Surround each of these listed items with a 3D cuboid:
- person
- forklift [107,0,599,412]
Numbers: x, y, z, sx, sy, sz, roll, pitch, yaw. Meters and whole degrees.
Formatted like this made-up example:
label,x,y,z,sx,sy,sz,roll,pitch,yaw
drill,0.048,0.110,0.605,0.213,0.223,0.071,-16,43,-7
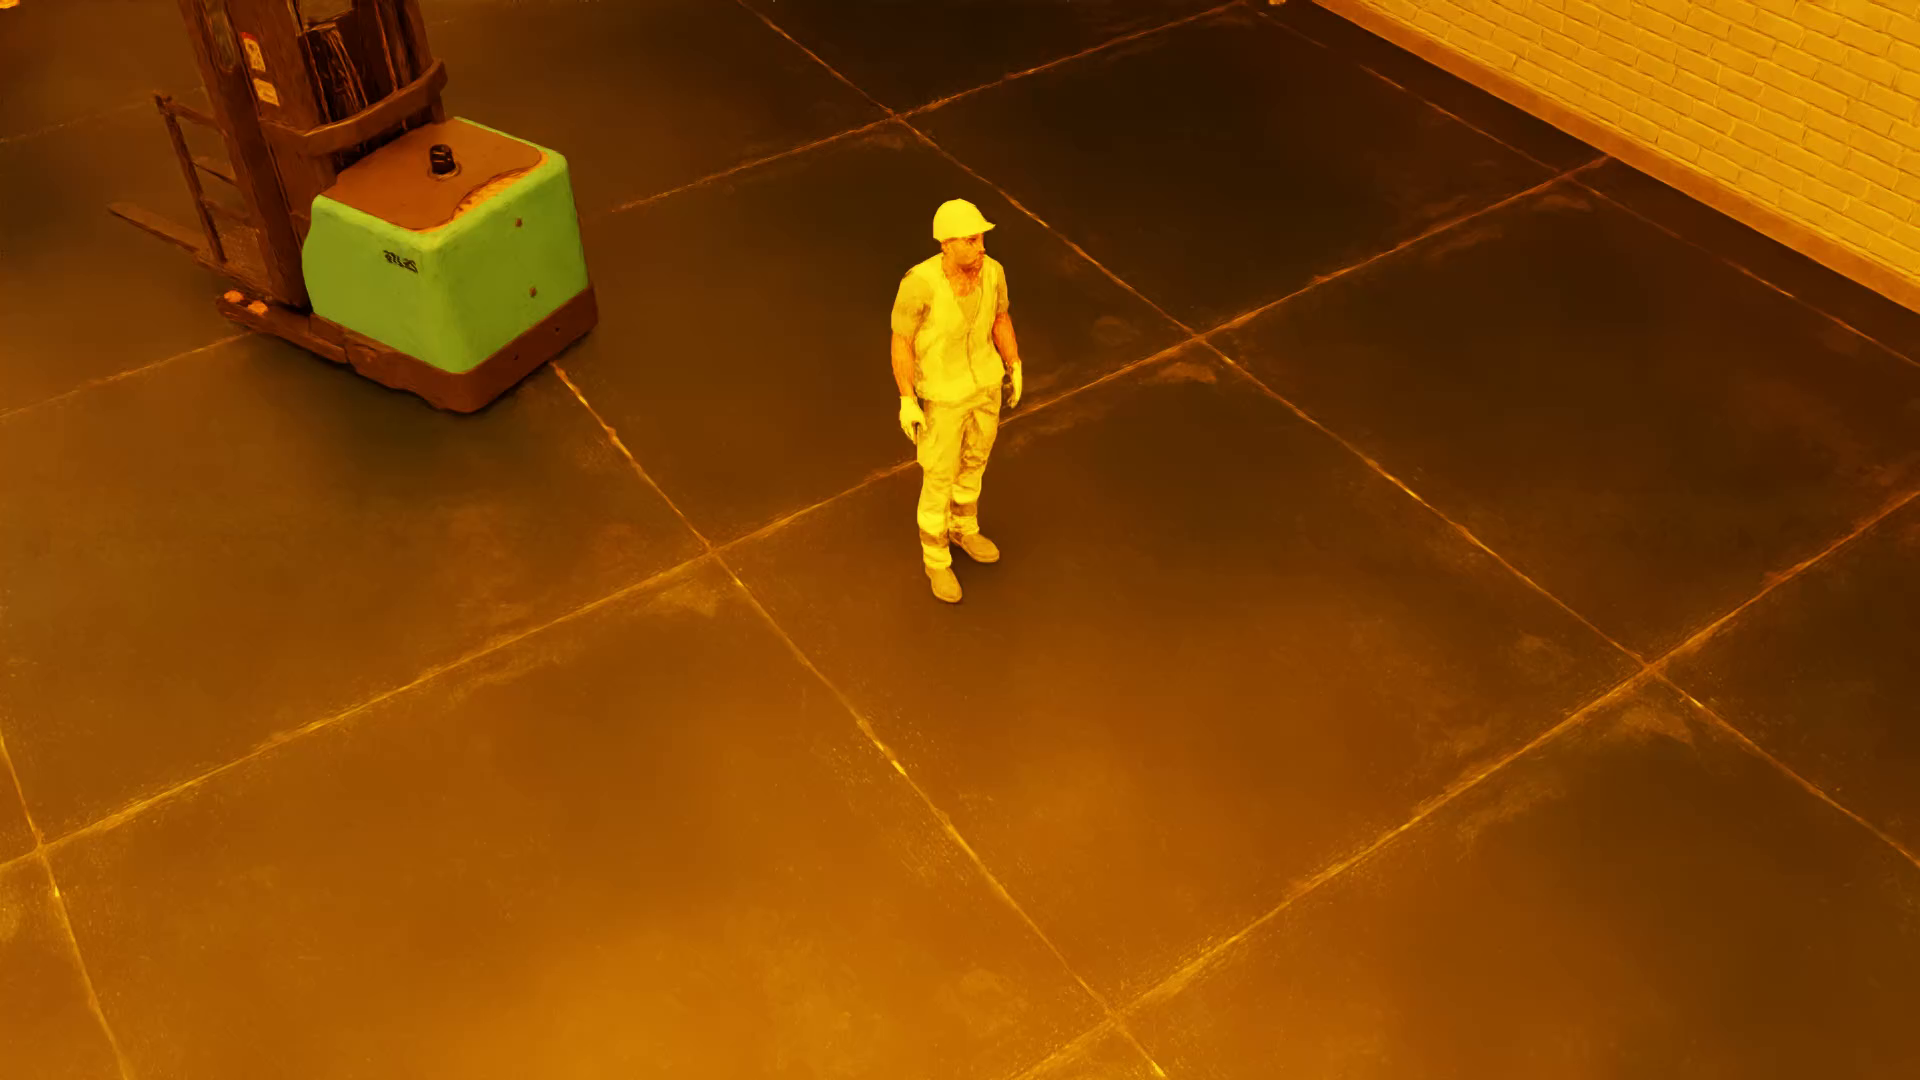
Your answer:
label,x,y,z,sx,sy,sz,roll,pitch,yaw
person,0.037,-0.614,7.214,0.637,1.787,0.563,-25,48,-25
forklift,-3.494,-2.497,8.425,3.031,2.935,1.130,23,47,23
